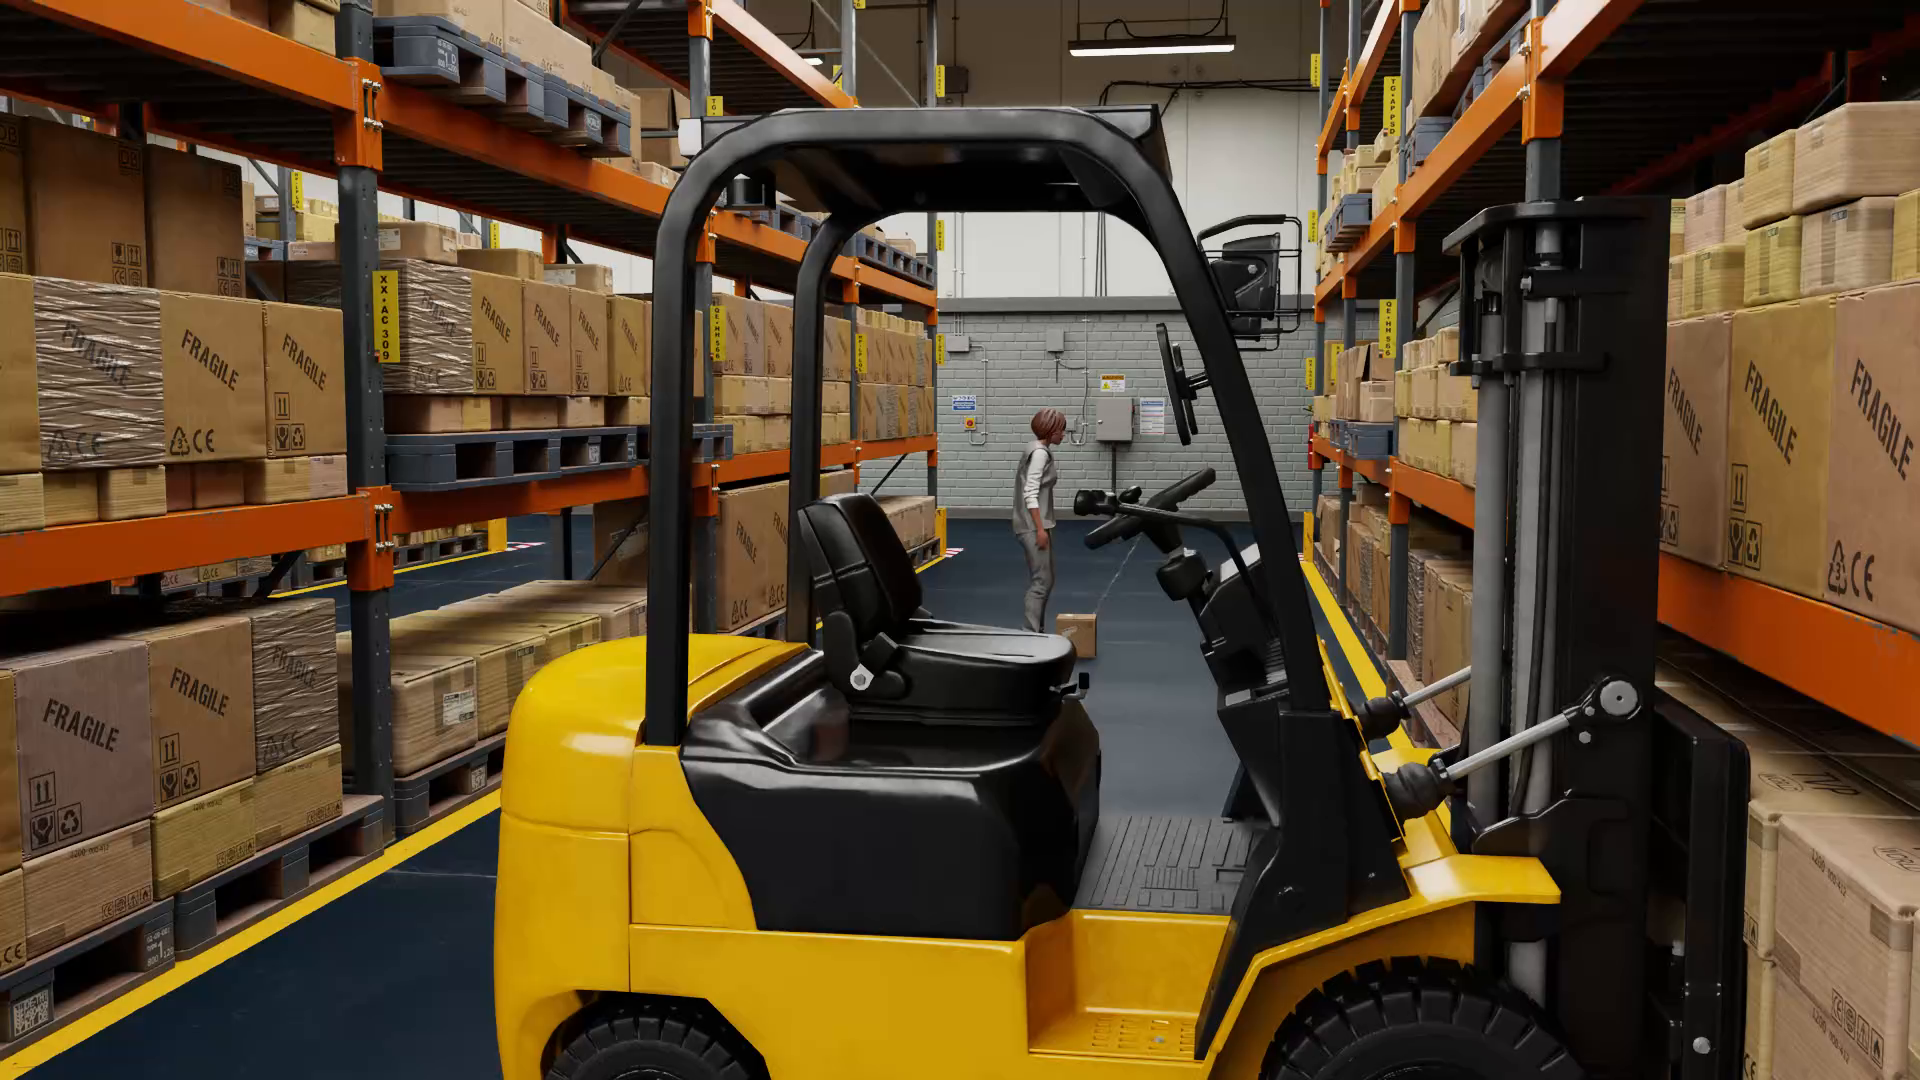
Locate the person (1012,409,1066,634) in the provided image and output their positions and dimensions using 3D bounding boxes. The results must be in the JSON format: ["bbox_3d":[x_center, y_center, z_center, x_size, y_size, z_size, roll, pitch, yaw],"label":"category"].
[{"bbox_3d":[0.509,-0.050,10.755,0.344,1.591,0.462,1,5,7],"label":"person"}]
